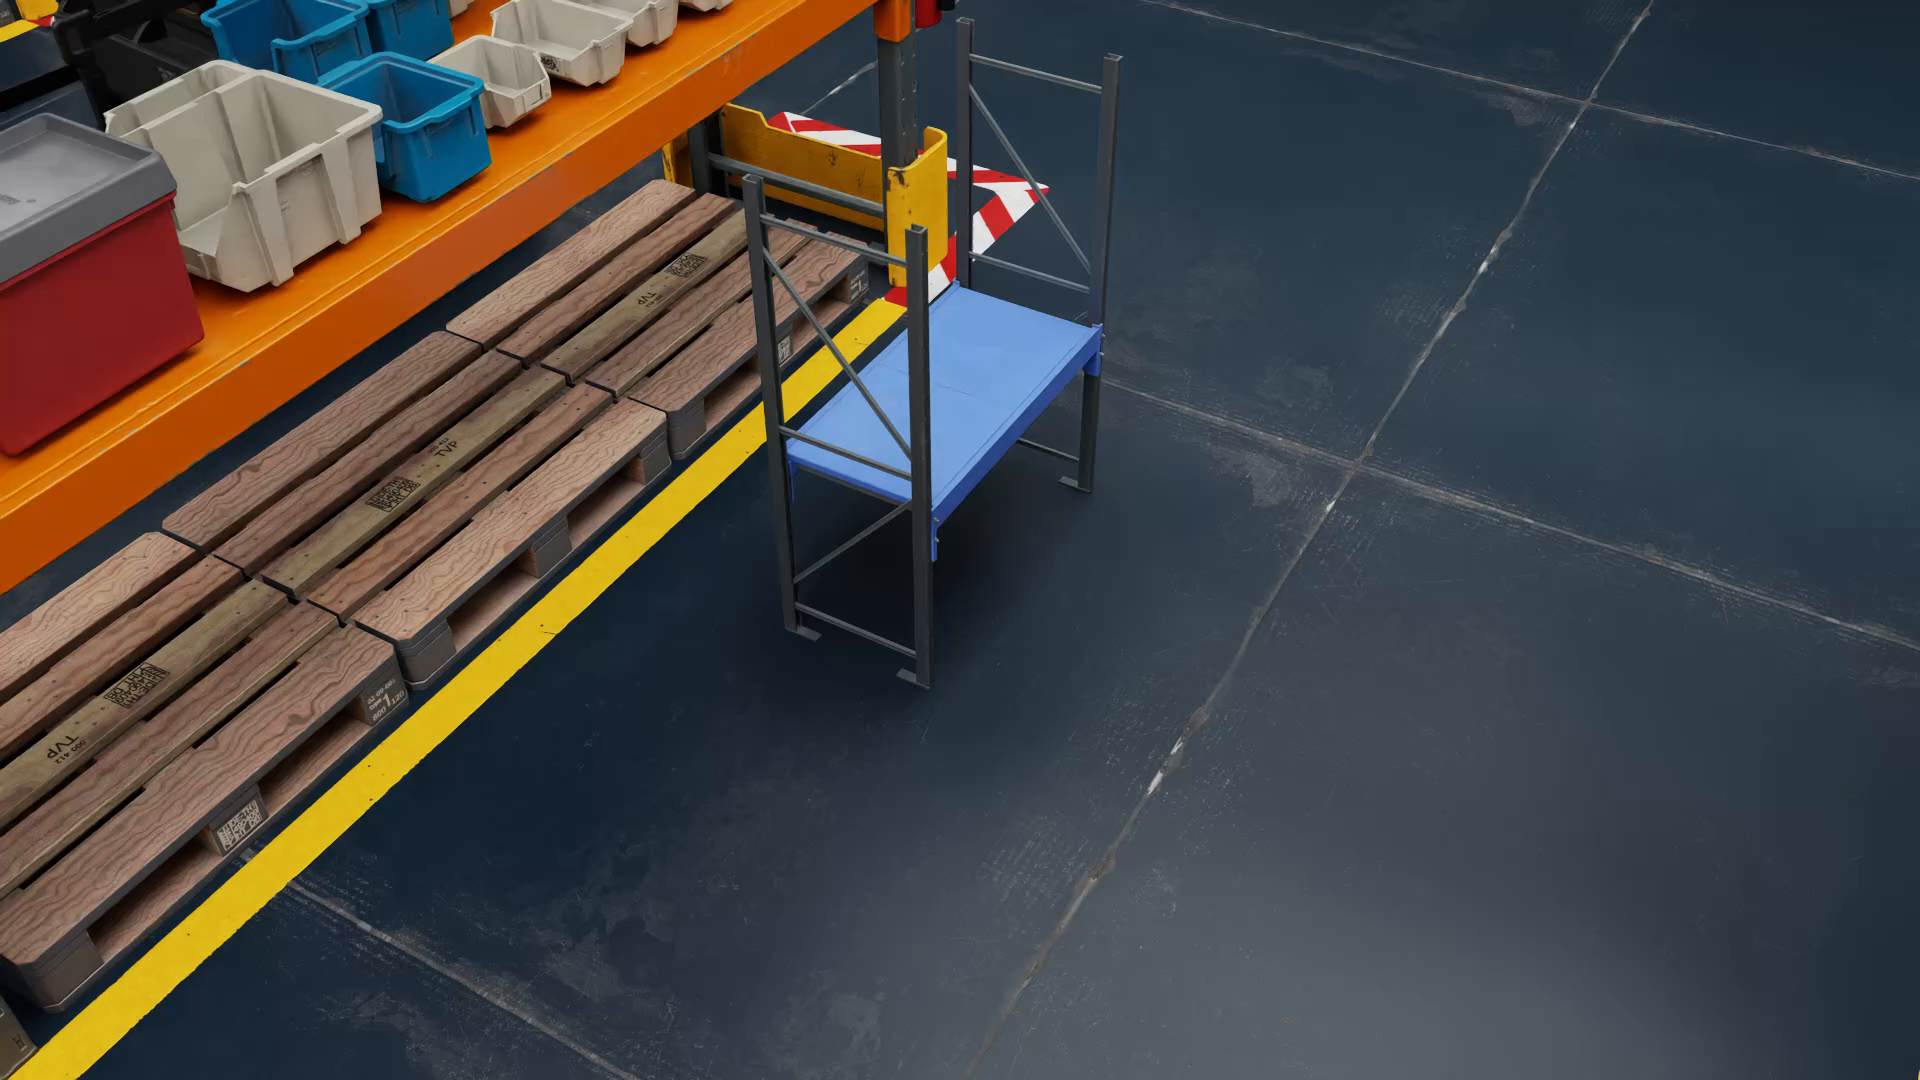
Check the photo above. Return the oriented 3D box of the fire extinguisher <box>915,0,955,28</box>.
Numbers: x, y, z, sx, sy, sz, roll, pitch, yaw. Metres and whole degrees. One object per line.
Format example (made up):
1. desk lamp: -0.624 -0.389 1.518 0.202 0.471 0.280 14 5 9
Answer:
1. fire extinguisher: -0.148 -2.115 5.723 0.296 0.674 0.183 21 45 22

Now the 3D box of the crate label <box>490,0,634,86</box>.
1. crate label: -1.144 -1.417 4.743 0.396 0.136 0.243 21 45 22

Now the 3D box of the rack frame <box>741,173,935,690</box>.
1. rack frame: -0.297 -0.223 4.369 0.500 1.500 0.032 21 45 22

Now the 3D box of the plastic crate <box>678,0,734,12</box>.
1. plastic crate: -0.868 -1.745 5.116 0.396 0.136 0.243 21 45 22

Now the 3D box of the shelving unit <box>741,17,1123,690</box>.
1. shelving unit: -0.043 -0.514 4.699 0.538 1.500 1.048 21 45 22

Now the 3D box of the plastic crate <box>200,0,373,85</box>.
1. plastic crate: -1.835 -1.350 4.595 0.416 0.233 0.300 21 45 22

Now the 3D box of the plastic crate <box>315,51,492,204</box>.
1. plastic crate: -1.423 -1.048 4.252 0.416 0.233 0.300 21 45 22

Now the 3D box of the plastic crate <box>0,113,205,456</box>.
1. plastic crate: -1.955 -0.534 3.493 0.402 0.464 0.583 21 45 22

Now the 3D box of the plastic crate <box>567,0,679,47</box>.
1. plastic crate: -1.026 -1.584 4.933 0.396 0.136 0.243 21 45 22

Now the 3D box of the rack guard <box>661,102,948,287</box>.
1. rack guard: -0.616 -1.428 6.493 1.175 0.500 0.348 21 45 22

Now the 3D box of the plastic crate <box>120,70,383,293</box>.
1. plastic crate: -1.695 -0.850 3.990 0.437 0.282 0.530 21 45 22

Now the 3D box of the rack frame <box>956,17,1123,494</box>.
1. rack frame: 0.212 -0.805 5.029 0.500 1.500 0.032 21 45 22

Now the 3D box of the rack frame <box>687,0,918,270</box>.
1. rack frame: -0.617 -2.348 5.647 1.000 3.000 0.127 21 45 22

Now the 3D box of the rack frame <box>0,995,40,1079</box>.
1. rack frame: -2.619 -0.059 3.048 1.000 3.000 0.127 21 45 22

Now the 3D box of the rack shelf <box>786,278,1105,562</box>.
1. rack shelf: -0.043 -0.379 4.818 0.538 0.185 1.000 21 45 22

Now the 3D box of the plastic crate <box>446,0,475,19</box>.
1. plastic crate: -1.597 -1.695 5.059 0.250 0.136 0.298 21 45 22

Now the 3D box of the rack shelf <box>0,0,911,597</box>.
1. rack shelf: -1.618 -0.934 4.585 1.077 0.370 4.000 21 45 22

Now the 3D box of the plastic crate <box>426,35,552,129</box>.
1. plastic crate: -1.276 -1.241 4.544 0.298 0.136 0.250 21 45 22

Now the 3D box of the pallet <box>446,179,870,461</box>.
1. pallet: -1.063 -0.843 6.047 1.003 0.211 1.213 21 45 22

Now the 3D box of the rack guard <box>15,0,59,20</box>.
1. rack guard: -4.942 -3.007 8.286 1.175 0.500 0.348 21 45 22

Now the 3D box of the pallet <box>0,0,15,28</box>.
1. pallet: -5.340 -2.442 7.863 1.003 0.211 1.213 21 45 22

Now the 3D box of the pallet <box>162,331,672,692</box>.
1. pallet: -1.675 -0.147 5.257 1.003 0.211 1.213 21 45 22

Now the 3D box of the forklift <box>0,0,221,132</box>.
1. forklift: -2.907 -1.974 5.273 1.130 2.935 3.031 25 47 26

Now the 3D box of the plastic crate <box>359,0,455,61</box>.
1. plastic crate: -1.684 -1.522 4.790 0.416 0.233 0.300 21 45 22

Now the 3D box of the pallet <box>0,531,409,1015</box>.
1. pallet: -2.284 0.554 4.462 1.003 0.211 1.213 21 45 22

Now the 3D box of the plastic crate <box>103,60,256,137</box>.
1. plastic crate: -2.007 -1.079 4.359 0.293 0.136 0.466 21 45 22
